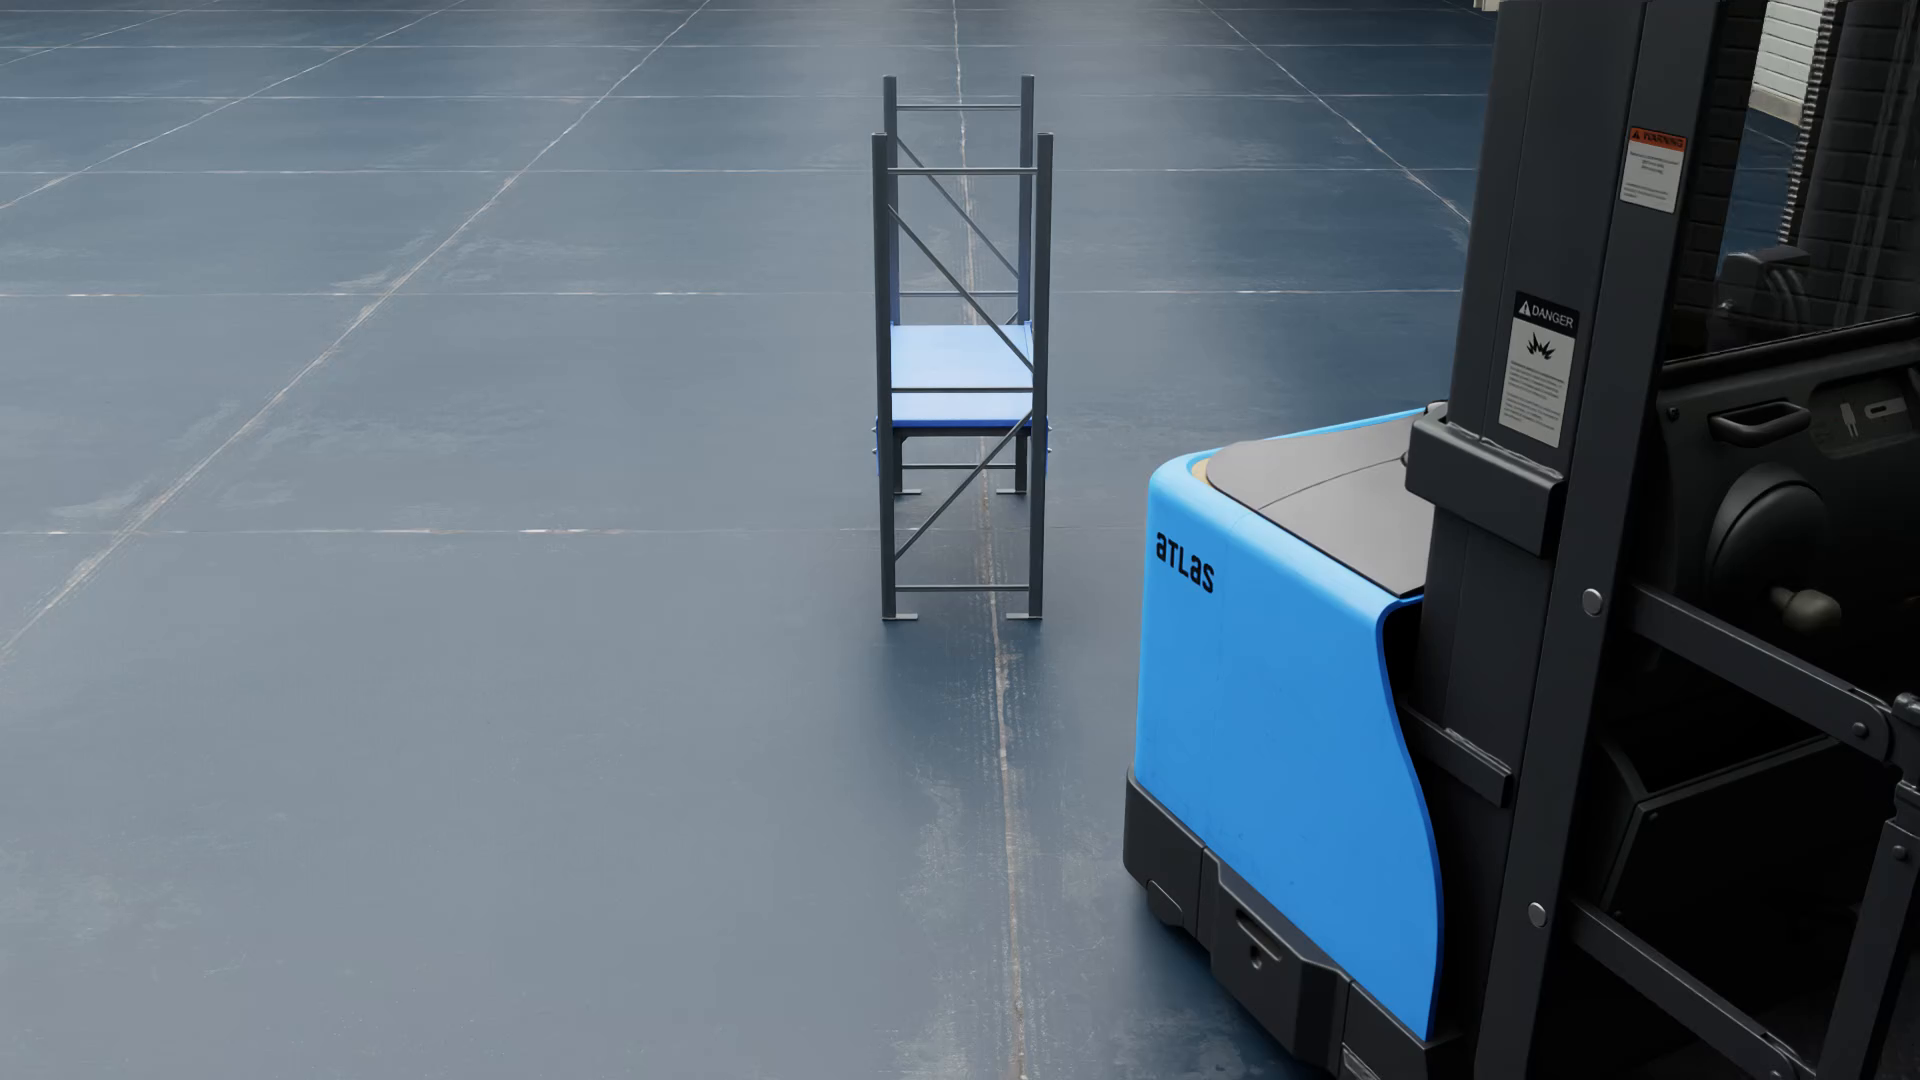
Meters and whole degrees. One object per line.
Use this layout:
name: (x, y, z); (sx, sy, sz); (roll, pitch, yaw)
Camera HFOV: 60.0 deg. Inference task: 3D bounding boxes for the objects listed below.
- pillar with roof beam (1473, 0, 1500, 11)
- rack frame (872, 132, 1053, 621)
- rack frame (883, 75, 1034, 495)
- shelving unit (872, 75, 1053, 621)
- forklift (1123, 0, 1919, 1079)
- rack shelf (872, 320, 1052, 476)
pillar with roof beam: (1.946, -10.330, 17.670); (9.100, 9.000, 0.400); (0, 24, -1)
rack frame: (0.006, -0.439, 4.900); (0.500, 1.500, 0.032); (0, 24, -1)
rack frame: (-0.005, -0.858, 5.826); (0.500, 1.500, 0.032); (0, 24, -1)
shelving unit: (0.001, -0.648, 5.363); (0.538, 1.500, 1.048); (0, 24, -1)
forklift: (1.498, -0.075, 2.359); (1.130, 2.935, 3.031); (-12, 27, -24)
rack shelf: (0.001, -0.484, 5.437); (0.538, 0.185, 1.000); (0, 24, -1)
